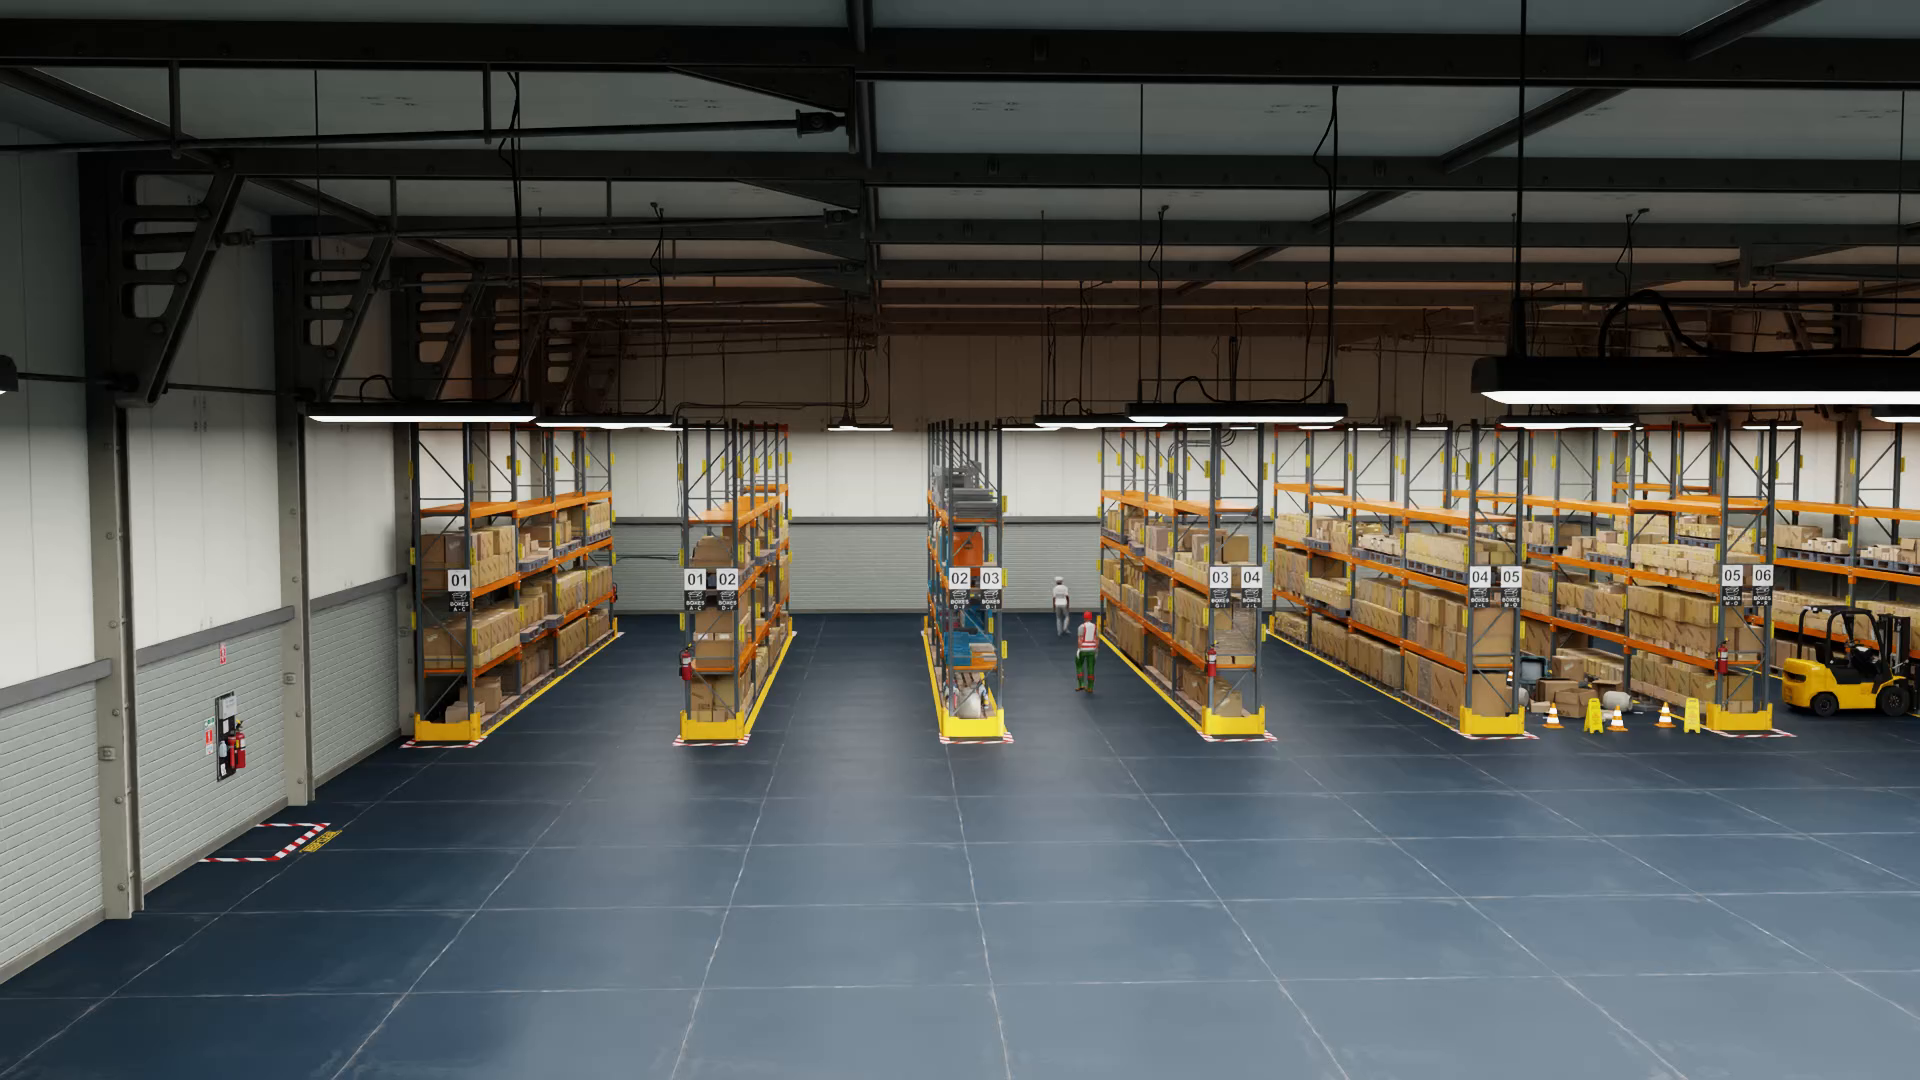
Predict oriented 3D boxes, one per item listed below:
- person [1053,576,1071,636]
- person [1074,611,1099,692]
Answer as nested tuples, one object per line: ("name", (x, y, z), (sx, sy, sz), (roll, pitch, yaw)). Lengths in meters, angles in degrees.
("person", (2.885, 1.878, 47.006), (0.529, 1.674, 0.492), (0, 4, 1))
("person", (2.830, 2.481, 36.840), (0.567, 1.808, 0.542), (-1, 4, -13))
